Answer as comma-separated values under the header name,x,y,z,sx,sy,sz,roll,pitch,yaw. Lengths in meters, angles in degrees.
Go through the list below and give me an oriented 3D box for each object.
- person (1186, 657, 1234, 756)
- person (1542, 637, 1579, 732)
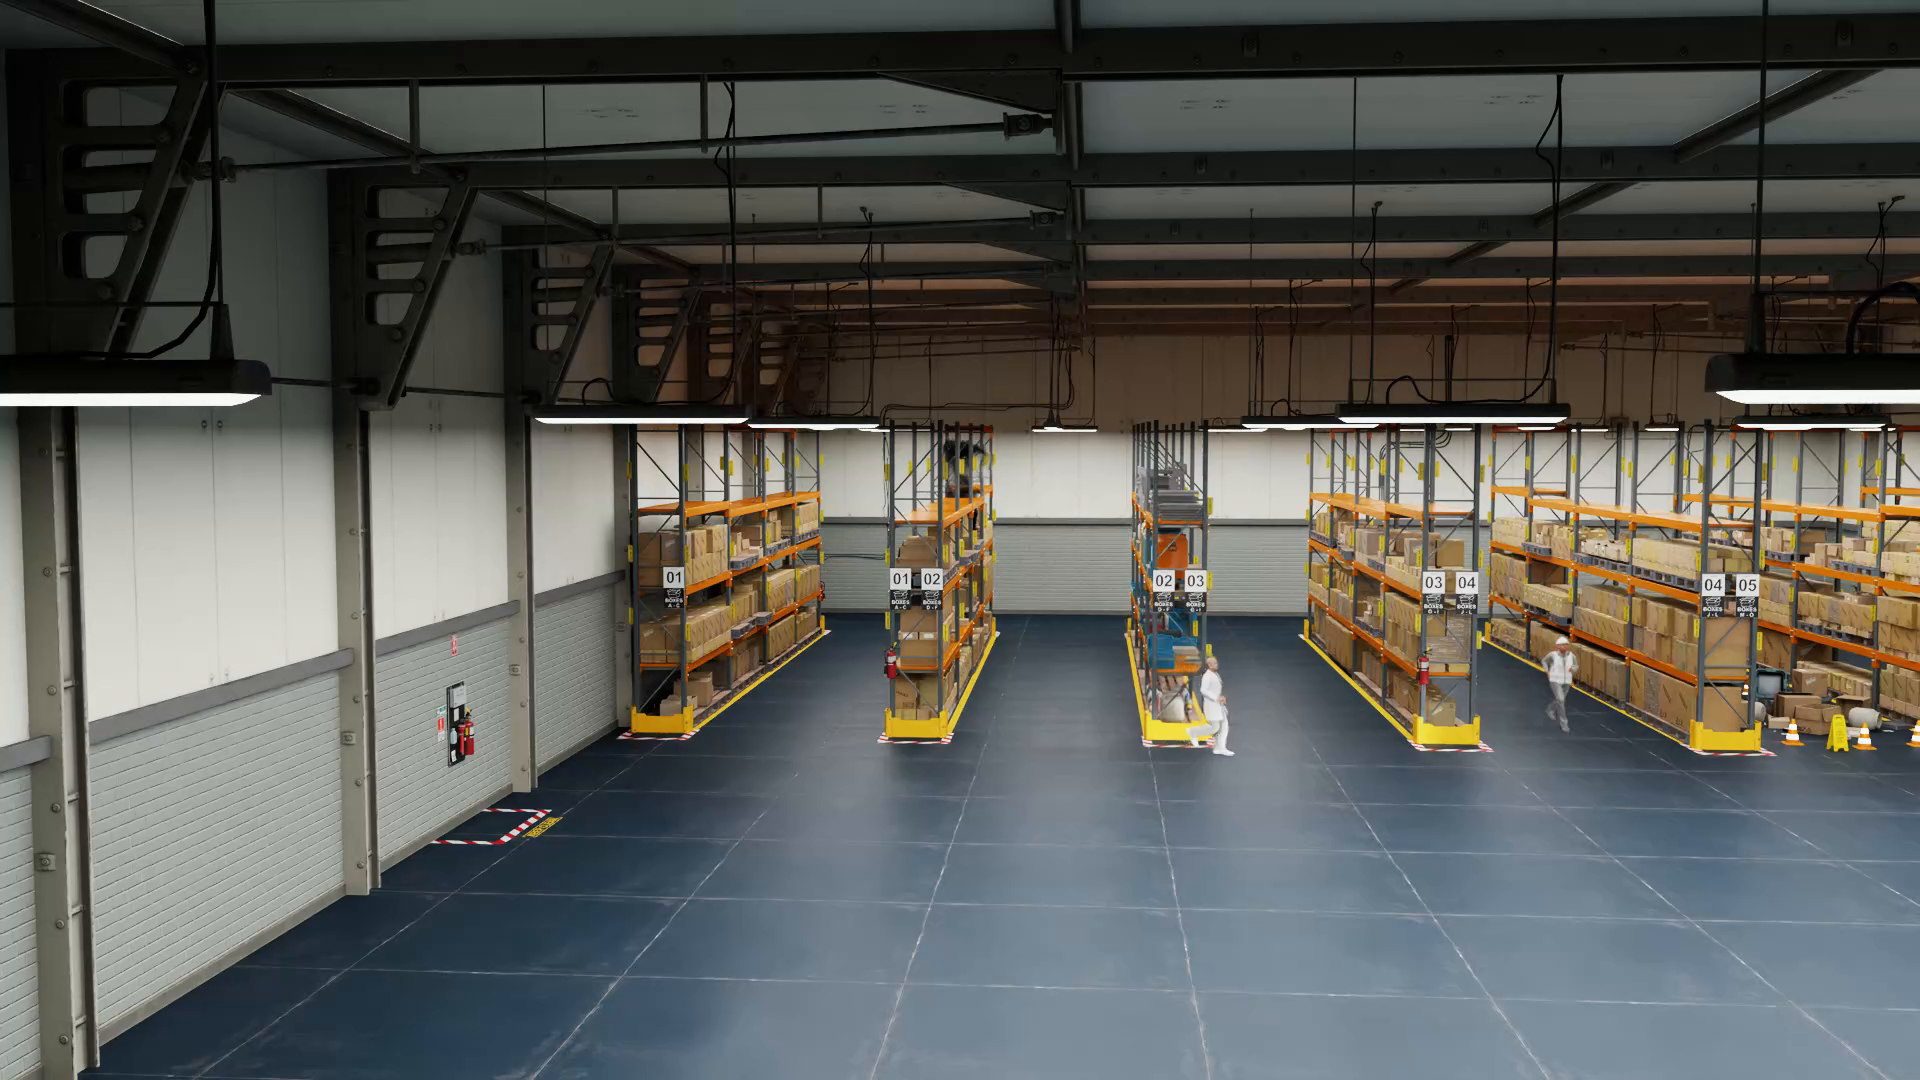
name,x,y,z,sx,sy,sz,roll,pitch,yaw
person,4.489,2.973,29.780,0.860,1.756,0.724,2,4,25
person,11.738,2.798,32.511,0.611,1.830,1.006,-1,4,-10
